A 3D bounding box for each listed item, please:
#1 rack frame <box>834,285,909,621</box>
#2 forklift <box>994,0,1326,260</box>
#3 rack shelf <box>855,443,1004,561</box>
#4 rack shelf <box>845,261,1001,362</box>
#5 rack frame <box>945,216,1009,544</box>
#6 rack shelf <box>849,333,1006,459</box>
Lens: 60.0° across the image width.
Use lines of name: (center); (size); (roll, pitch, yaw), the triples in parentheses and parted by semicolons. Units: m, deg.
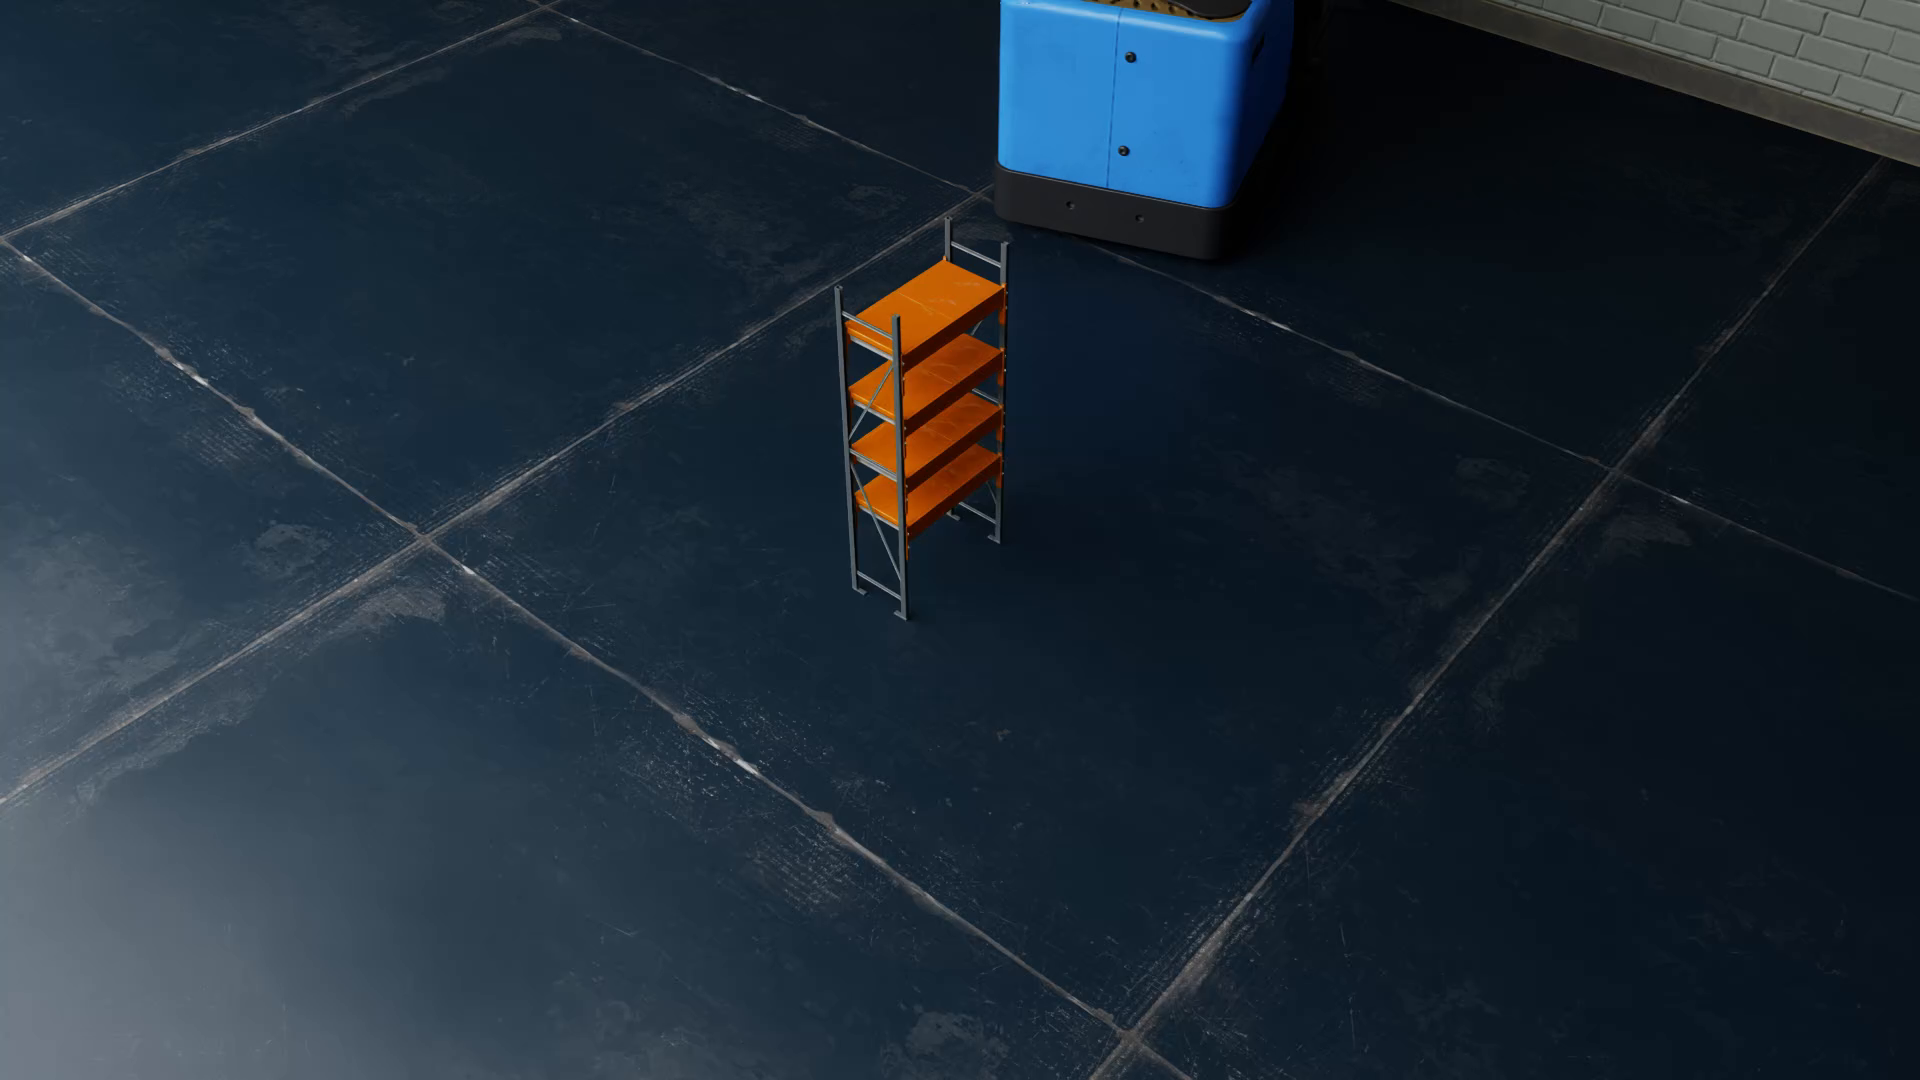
rack frame: (-0.264, -0.233, 5.114); (0.240, 1.200, 0.015); (29, 50, 28)
forklift: (0.952, -2.887, 6.793); (1.129, 2.867, 1.939); (14, 44, 15)
rack shelf: (-0.107, -0.162, 5.431); (0.258, 0.148, 0.480); (29, 50, 28)
rack shelf: (-0.107, -0.678, 4.962); (0.221, 0.050, 0.457); (29, 50, 28)
rack frame: (0.051, -0.484, 5.391); (0.240, 1.200, 0.015); (29, 50, 28)
rack shelf: (-0.107, -0.474, 5.147); (0.258, 0.148, 0.480); (29, 50, 28)
